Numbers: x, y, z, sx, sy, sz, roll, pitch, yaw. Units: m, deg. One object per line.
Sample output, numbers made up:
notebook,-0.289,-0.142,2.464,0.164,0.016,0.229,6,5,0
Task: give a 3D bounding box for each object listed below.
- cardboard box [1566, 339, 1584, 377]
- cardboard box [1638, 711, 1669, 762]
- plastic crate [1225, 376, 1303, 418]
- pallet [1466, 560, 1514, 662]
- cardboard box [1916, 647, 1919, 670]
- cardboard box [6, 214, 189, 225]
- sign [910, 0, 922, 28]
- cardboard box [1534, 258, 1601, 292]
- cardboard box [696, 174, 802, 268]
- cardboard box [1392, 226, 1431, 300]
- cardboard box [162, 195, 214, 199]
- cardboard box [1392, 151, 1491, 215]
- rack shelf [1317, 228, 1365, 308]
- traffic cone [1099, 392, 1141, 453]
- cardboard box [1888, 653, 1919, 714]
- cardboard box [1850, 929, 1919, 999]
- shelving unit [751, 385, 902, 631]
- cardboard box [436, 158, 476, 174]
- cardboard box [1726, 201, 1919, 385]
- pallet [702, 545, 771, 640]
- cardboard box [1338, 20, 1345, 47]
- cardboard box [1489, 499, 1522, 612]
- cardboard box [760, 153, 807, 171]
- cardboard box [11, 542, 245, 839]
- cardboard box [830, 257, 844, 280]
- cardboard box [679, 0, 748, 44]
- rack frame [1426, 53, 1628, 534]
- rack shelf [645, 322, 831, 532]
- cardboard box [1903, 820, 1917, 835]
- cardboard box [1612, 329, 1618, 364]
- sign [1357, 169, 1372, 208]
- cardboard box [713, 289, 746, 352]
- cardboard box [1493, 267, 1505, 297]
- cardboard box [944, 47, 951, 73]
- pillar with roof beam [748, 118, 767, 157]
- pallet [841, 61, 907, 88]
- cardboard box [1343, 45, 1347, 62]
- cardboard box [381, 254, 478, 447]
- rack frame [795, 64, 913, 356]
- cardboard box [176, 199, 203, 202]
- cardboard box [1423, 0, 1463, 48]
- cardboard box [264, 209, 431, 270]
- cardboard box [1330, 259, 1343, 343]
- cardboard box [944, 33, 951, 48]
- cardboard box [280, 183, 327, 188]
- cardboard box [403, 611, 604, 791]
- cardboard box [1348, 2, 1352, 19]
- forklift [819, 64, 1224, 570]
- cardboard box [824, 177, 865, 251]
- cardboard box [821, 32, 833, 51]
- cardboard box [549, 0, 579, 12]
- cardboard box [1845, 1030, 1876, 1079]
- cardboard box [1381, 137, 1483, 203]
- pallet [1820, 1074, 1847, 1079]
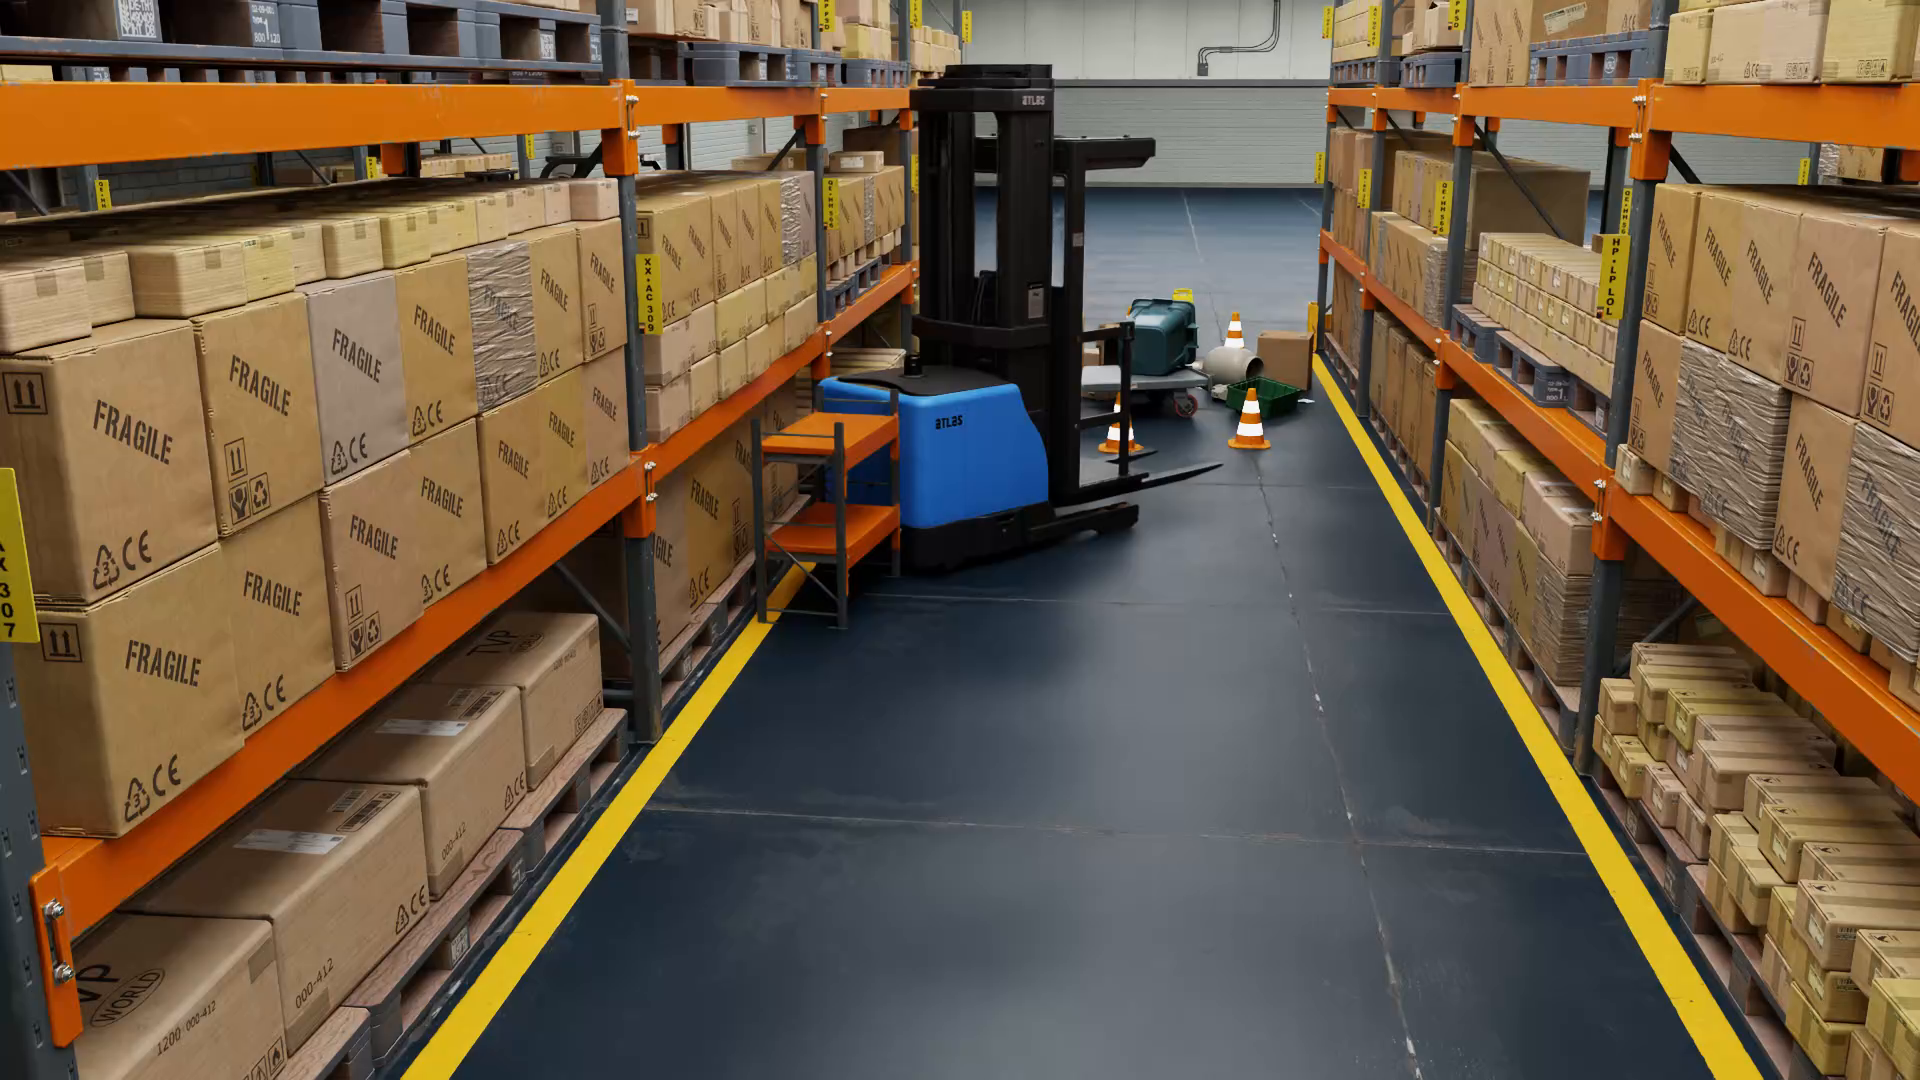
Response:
cardboard box,3.036,-0.838,7.692,0.380,0.149,0.250,1,15,3
cardboard box,2.802,0.732,6.296,0.380,0.149,0.250,2,15,7
plastic crate,2.721,-1.280,14.925,0.450,0.188,0.662,22,25,31
pallet,3.322,0.376,8.867,1.003,0.211,1.213,2,15,6
cardboard box,2.507,0.137,3.647,0.500,0.500,0.500,1,15,5
cardboard box,-2.350,-0.809,4.556,0.380,0.149,0.250,2,15,8
sign,-0.375,-4.518,14.131,0.100,0.325,0.005,2,15,6
cardboard box,3.128,-1.337,8.398,0.380,0.149,0.250,1,15,5
cardboard box,-1.226,-1.864,9.701,0.500,0.500,0.500,2,15,7
cardboard box,3.504,-2.053,12.318,0.500,0.500,0.500,2,15,7
cardboard box,-6.308,-2.738,13.607,0.380,0.149,0.250,2,15,6
cardboard box,3.953,-2.928,13.636,0.700,0.500,0.500,1,15,5
rack shelf,4.229,-2.697,16.268,1.077,0.370,4.000,2,15,6
traffic cone,1.285,-0.953,13.301,0.336,0.463,0.334,2,15,6
cardboard box,2.548,0.352,4.096,0.380,0.149,0.250,1,15,4
cardboard box,2.537,1.128,4.260,0.380,0.149,0.250,1,15,4
shelving unit,-0.724,-0.209,9.278,0.538,1.125,1.048,4,16,14
cardboard box,-5.283,-3.900,17.334,0.380,0.149,0.250,2,15,7
cardboard box,2.676,-0.751,5.015,0.500,0.500,0.500,2,15,7
pallet,-1.682,0.256,9.311,1.003,0.211,1.213,2,15,6
cardboard box,4.089,-5.084,16.692,0.500,0.250,0.500,2,15,6
cardboard box,3.054,0.088,8.575,0.500,0.500,0.500,1,15,5
cardboard box,-1.352,-2.957,13.041,0.380,0.149,0.250,3,15,9
cardboard box,-1.941,0.303,3.605,0.500,0.500,0.500,2,15,6
cardboard box,-1.015,-1.910,11.656,0.380,0.149,0.250,1,15,3
cardboard box,-1.276,-2.620,8.311,0.396,0.266,0.258,3,15,11
rack frame,3.552,-1.488,10.420,1.000,3.000,0.127,2,15,6
rack shelf,-1.604,-0.742,9.037,1.077,0.370,4.000,2,15,6
cardboard box,3.164,1.008,5.274,0.380,0.149,0.250,1,15,4
cardboard box,2.949,-0.785,6.925,0.380,0.149,0.250,2,15,8
sign,3.451,-2.998,14.192,0.100,0.325,0.005,2,15,6
cardboard box,-1.385,-1.111,8.355,0.500,0.250,0.500,2,15,7
cardboard box,3.242,-1.454,9.400,0.380,0.149,0.250,1,15,5
cardboard box,-0.377,-4.796,16.624,0.500,0.250,0.500,2,15,8
pillar with roof beam,-0.073,-11.112,34.516,9.100,9.000,0.400,2,15,6
pallet,-1.102,-3.846,13.751,1.213,0.211,1.003,2,15,6
cardboard box,3.983,-4.799,16.404,0.380,0.149,0.250,2,15,6
cardboard box,-1.787,-0.577,4.944,0.500,0.500,0.500,2,15,6
rack frame,-0.927,-2.645,14.698,1.000,3.000,0.127,2,15,6
cardboard box,-5.913,-2.594,13.074,0.380,0.149,0.250,2,15,6
cardboard box,3.371,-3.424,11.007,0.500,0.311,0.500,2,15,6
cardboard box,-1.749,-0.862,4.753,0.380,0.149,0.250,1,15,5
cardboard box,4.443,-2.562,17.658,0.875,0.875,0.875,2,15,7
cardboard box,-0.298,-5.166,17.226,0.380,0.149,0.250,2,15,6
cardboard box,-6.078,-3.243,15.474,0.380,0.149,0.250,2,15,6
cardboard box,-2.007,0.623,6.714,0.875,0.438,0.875,1,15,5
cardboard box,3.956,-5.119,16.058,0.380,0.149,0.250,2,15,6
forklift,0.538,-1.540,10.741,3.031,2.935,1.130,-13,20,-41
cardboard box,-0.992,-2.386,12.172,0.500,0.500,0.500,2,15,7
cardboard box,-1.261,-3.350,11.365,0.700,0.500,0.500,2,15,6
cardboard box,-1.584,-2.029,5.936,0.396,0.266,0.258,2,15,8
cardboard box,2.560,1.417,4.331,0.380,0.149,0.250,2,15,7
cardboard box,4.079,-3.214,14.446,0.875,0.550,0.550,2,15,6
pallet,2.784,1.703,3.958,1.003,0.211,1.213,2,15,6
